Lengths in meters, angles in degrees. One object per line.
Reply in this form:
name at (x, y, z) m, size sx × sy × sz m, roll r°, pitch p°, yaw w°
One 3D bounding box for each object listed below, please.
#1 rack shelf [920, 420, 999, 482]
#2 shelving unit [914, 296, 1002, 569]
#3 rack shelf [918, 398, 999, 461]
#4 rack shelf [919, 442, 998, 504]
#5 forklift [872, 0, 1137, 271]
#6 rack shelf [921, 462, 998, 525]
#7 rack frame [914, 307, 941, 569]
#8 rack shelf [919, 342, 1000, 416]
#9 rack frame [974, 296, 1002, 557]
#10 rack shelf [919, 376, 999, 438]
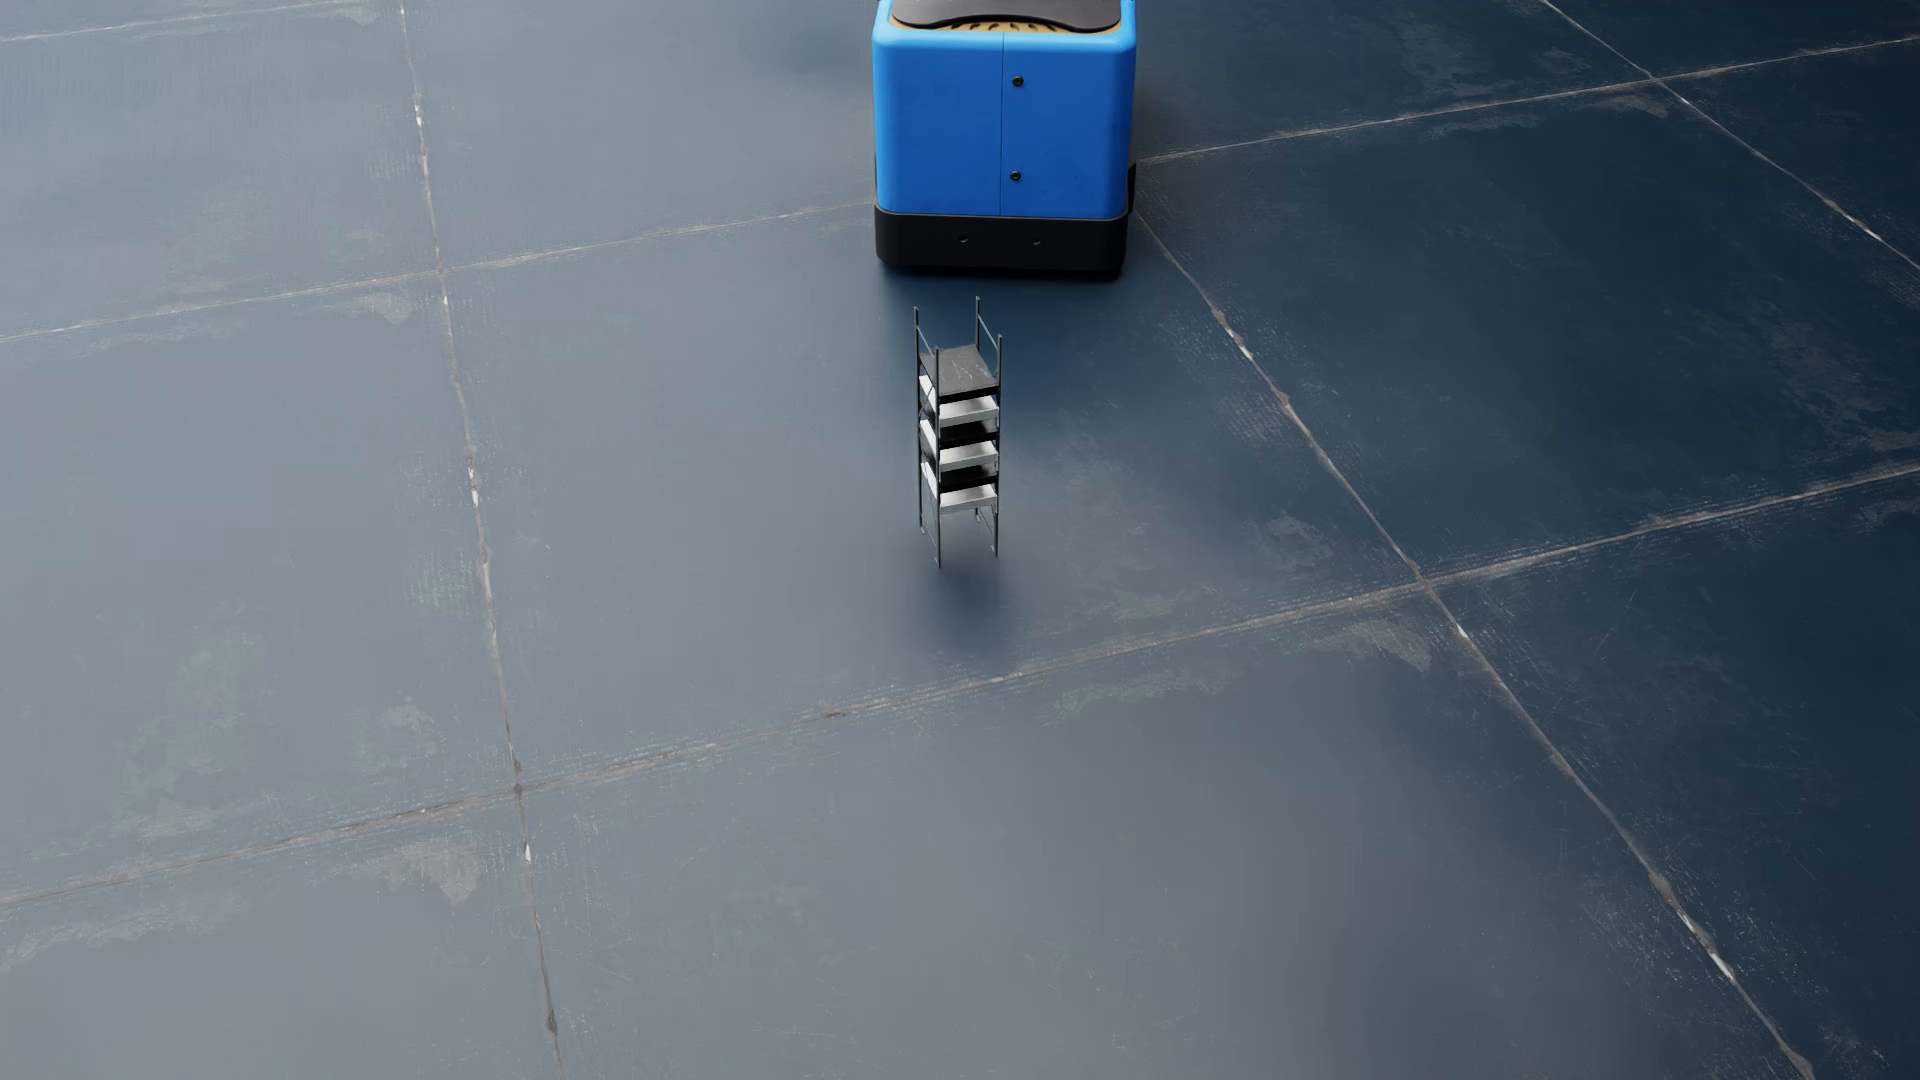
rack shelf at (-0.008, -0.312, 5.474) m, size 0.200 × 0.077 × 0.258 m, roll -12°, pitch 42°, yaw -13°
shelving unit at (-0.008, -0.337, 5.452) m, size 0.210 × 0.900 × 0.258 m, roll -12°, pitch 42°, yaw -13°
rack shelf at (-0.008, -0.380, 5.415) m, size 0.200 × 0.077 × 0.258 m, roll -12°, pitch 42°, yaw -13°
rack shelf at (-0.008, -0.244, 5.533) m, size 0.200 × 0.077 × 0.258 m, roll -12°, pitch 42°, yaw -13°
forklift at (0.256, -3.179, 7.160) m, size 1.130 × 2.935 × 3.031 m, roll 2°, pitch 41°, yaw 3°
rack shelf at (-0.008, -0.177, 5.592) m, size 0.200 × 0.077 × 0.258 m, roll -12°, pitch 42°, yaw -13°
rack frame at (-0.105, -0.317, 5.429) m, size 0.006 × 0.900 × 0.240 m, roll -12°, pitch 42°, yaw -13°
rack shelf at (-0.008, -0.516, 5.296) m, size 0.200 × 0.077 × 0.258 m, roll -12°, pitch 42°, yaw -13°
rack frame at (0.089, -0.357, 5.475) m, size 0.006 × 0.900 × 0.240 m, roll -12°, pitch 42°, yaw -13°
rack shelf at (-0.008, -0.448, 5.356) m, size 0.200 × 0.077 × 0.258 m, roll -12°, pitch 42°, yaw -13°
